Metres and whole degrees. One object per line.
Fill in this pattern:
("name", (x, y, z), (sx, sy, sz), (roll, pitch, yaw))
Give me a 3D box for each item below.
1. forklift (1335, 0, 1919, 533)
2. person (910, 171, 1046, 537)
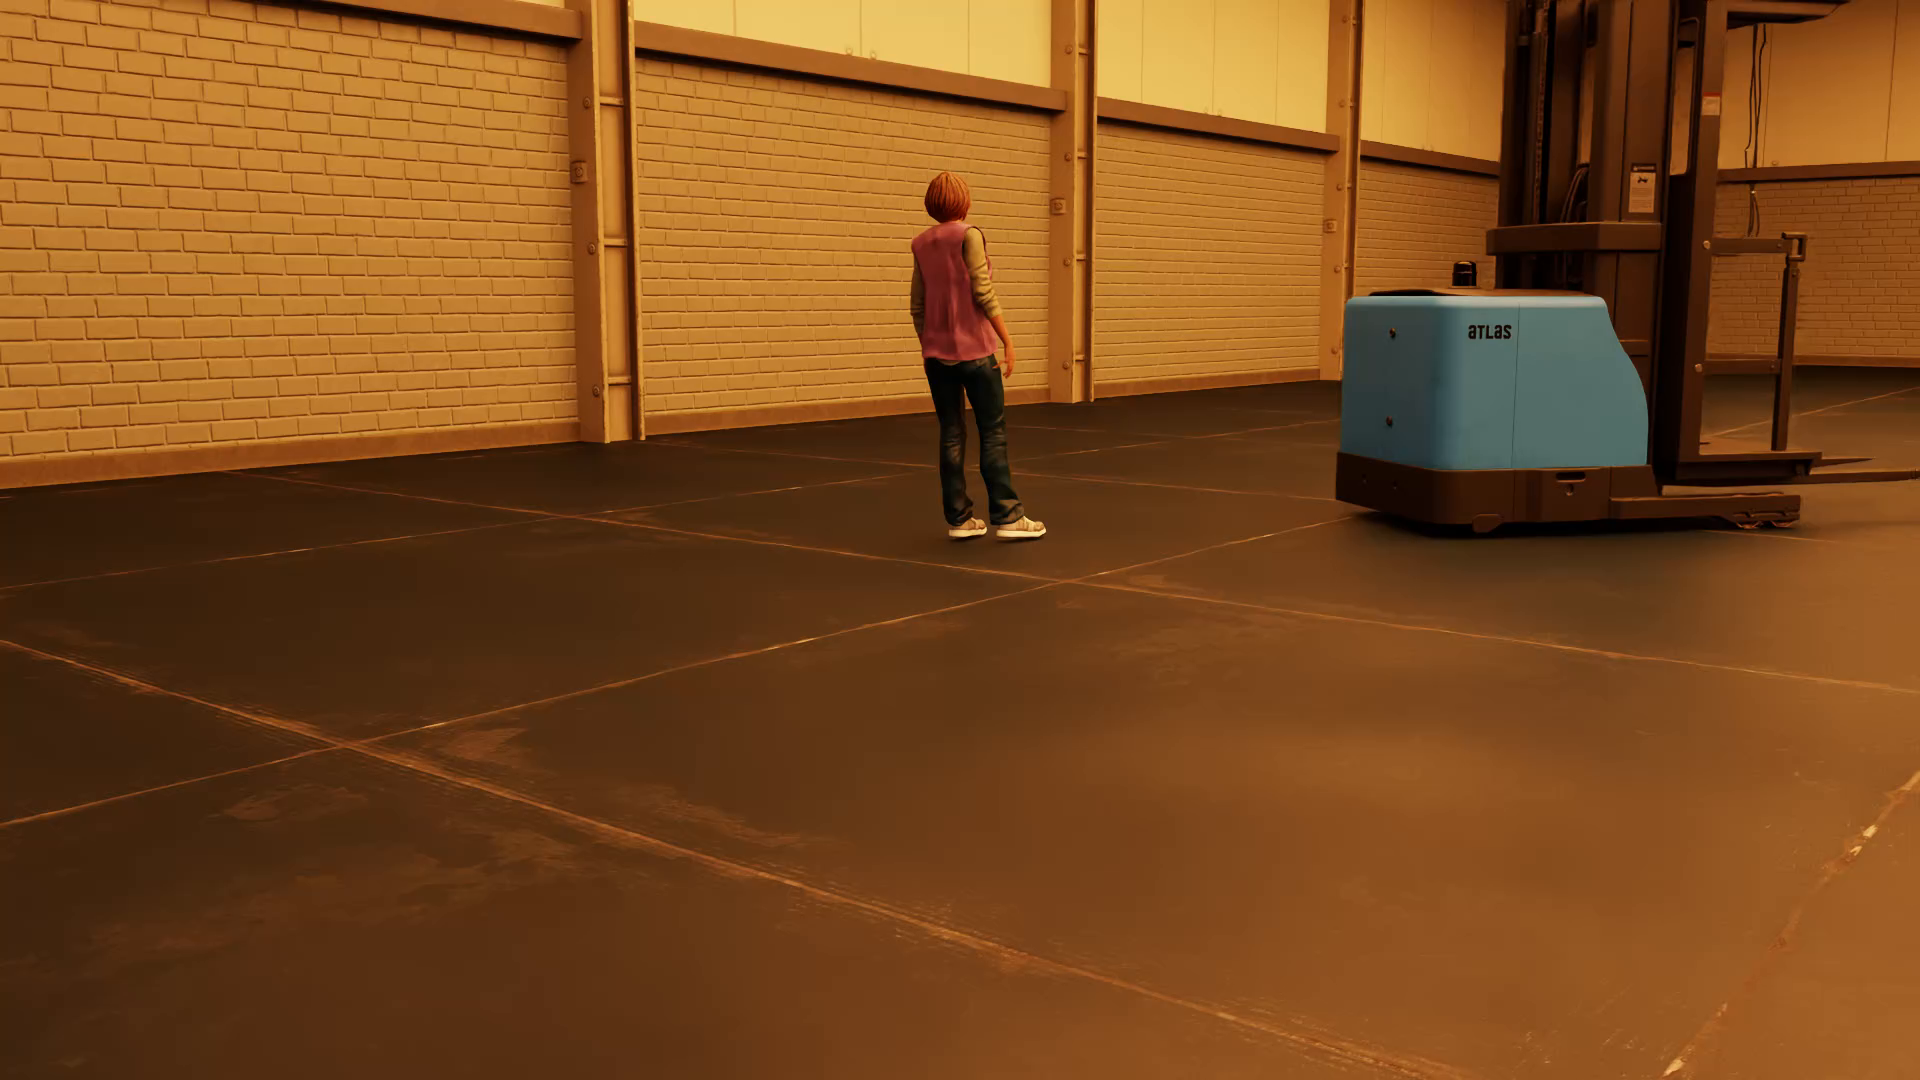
("forklift", (3.446, -1.570, 8.014), (3.031, 2.935, 1.130), (-2, 9, -14))
("person", (0.058, -0.798, 7.338), (0.520, 1.585, 0.473), (7, 11, 38))
